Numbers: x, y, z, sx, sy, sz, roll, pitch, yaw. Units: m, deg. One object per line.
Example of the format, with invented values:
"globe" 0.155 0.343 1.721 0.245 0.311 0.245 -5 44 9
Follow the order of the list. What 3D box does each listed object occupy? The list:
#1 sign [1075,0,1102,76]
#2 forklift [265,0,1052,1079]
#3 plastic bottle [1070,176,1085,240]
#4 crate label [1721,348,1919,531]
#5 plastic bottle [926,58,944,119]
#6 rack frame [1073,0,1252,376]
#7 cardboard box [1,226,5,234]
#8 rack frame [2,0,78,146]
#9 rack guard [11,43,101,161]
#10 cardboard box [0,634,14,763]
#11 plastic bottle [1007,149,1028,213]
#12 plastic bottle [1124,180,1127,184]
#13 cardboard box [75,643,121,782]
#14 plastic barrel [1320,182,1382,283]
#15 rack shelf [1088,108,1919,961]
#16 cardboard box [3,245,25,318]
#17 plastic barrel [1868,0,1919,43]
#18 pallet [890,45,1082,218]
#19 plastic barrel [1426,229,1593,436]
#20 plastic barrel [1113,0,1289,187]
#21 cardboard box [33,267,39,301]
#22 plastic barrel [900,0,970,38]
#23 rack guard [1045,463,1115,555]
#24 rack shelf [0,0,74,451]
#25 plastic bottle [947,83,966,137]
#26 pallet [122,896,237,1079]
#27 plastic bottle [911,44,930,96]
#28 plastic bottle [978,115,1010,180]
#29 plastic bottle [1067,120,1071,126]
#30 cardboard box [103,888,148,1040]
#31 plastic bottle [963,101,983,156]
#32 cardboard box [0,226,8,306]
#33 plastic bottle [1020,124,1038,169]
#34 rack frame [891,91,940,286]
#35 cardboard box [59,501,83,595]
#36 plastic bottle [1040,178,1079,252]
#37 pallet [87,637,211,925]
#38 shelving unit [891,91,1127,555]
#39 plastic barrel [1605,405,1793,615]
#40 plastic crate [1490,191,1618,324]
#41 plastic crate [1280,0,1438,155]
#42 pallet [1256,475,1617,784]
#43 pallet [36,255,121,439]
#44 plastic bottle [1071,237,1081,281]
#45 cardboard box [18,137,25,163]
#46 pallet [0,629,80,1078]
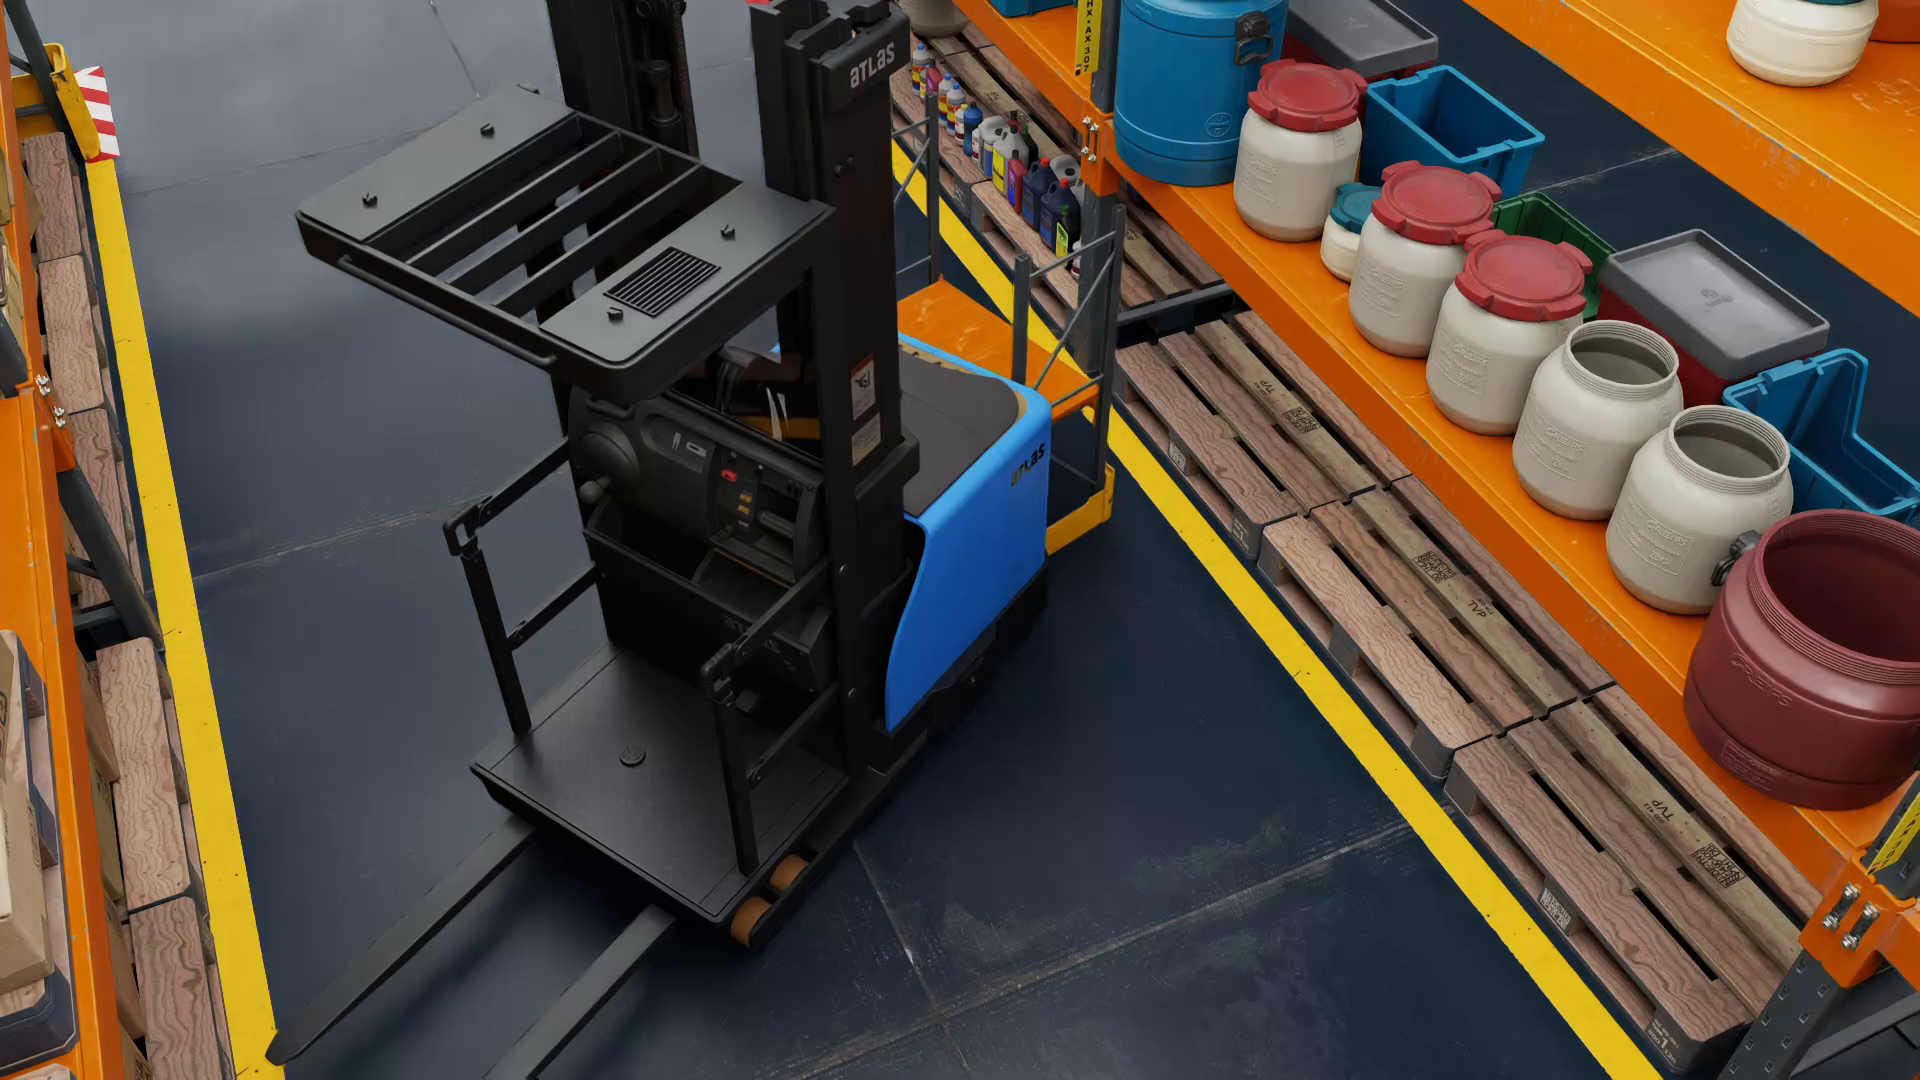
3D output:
"sign" 0.493 -1.939 6.383 0.100 0.325 0.005 -18 47 -17
"forklift" -0.916 -0.109 4.774 1.130 2.935 3.031 26 50 24
"plastic bottle" 0.595 -1.578 7.786 0.144 0.351 0.185 -18 47 -17
"crate label" 2.506 -0.173 4.764 0.502 0.435 0.616 -18 47 -17
"plastic bottle" -0.127 -2.338 8.604 0.061 0.283 0.133 -17 47 -17
"rack frame" 0.996 -1.996 6.637 1.000 3.000 0.127 -18 47 -17
"cardboard box" -3.652 -1.141 5.949 0.380 0.149 0.250 -18 47 -17
"rack frame" -5.179 -3.082 7.738 1.000 3.000 0.127 -18 47 -17
"rack guard" -5.147 -2.144 8.567 1.175 0.500 0.348 -18 47 -17
"cardboard box" -2.685 0.358 3.879 0.797 0.503 0.637 -14 46 -13
"plastic bottle" 0.277 -1.725 7.983 0.061 0.283 0.133 -15 47 -15
"plastic bottle" 0.863 -1.875 8.144 0.097 0.271 0.097 0 45 0
"cardboard box" -3.259 0.597 5.475 0.700 0.500 0.500 -22 49 -20
"plastic barrel" 1.414 -1.058 5.785 0.301 0.262 0.301 0 45 0
"rack shelf" 1.837 -0.465 5.598 1.077 0.370 4.000 -18 47 -17
"cardboard box" -3.408 -0.833 5.637 0.380 0.149 0.250 -18 47 -17
"plastic barrel" 2.255 -1.672 3.867 0.600 0.830 0.708 -18 47 -17
"pallet" 0.235 -2.222 8.852 1.003 0.211 1.213 -18 47 -17
"plastic barrel" 1.690 -0.627 5.153 0.433 0.535 0.433 0 45 0
"plastic barrel" 0.884 -1.839 6.121 0.600 0.901 0.708 -18 47 -17
"cardboard box" -4.403 -1.164 7.275 0.500 0.500 0.500 -14 46 -14
"plastic barrel" -0.129 -3.093 9.221 0.421 0.512 0.421 0 45 0
"rack guard" 0.382 -0.077 6.650 0.587 0.250 0.087 -31 53 -28
"rack shelf" -4.338 -1.552 6.699 1.077 0.370 4.000 -18 47 -17
"plastic bottle" -0.020 -2.201 8.474 0.097 0.271 0.097 0 45 0
"pallet" -2.652 1.734 4.843 1.003 0.211 1.213 -18 47 -17
"plastic bottle" -0.206 -2.483 8.760 0.097 0.271 0.097 0 45 0
"plastic bottle" 0.183 -1.941 8.208 0.152 0.276 0.135 -17 47 -17
"plastic bottle" 0.606 -2.240 8.563 0.097 0.201 0.097 0 45 0
"cardboard box" -2.840 1.263 4.800 0.700 0.500 0.500 -22 49 -21
"plastic bottle" 0.065 -2.072 8.343 0.097 0.271 0.097 0 45 0
"cardboard box" -3.631 -0.980 5.324 0.875 0.500 0.500 -18 47 -17
"plastic bottle" 0.330 -1.886 8.146 0.061 0.283 0.133 -18 47 -17
"rack frame" -0.282 -1.062 6.758 0.500 1.500 0.032 -31 53 -28
"cardboard box" -3.629 -0.060 6.156 0.500 0.500 0.500 -19 48 -19
"plastic bottle" 0.464 -1.535 7.743 0.144 0.351 0.185 -19 48 -18
"pallet" -3.169 0.955 5.632 1.003 0.211 1.213 -18 47 -17
"shelving unit" 0.056 -0.787 6.479 0.587 1.500 1.083 -31 53 -28
"plastic barrel" 2.052 -0.079 4.615 0.421 0.512 0.421 0 45 0
"plastic crate" 1.985 -0.894 5.671 0.450 0.188 0.662 -18 47 -17
"plastic crate" 1.478 -1.801 6.394 0.402 0.464 0.583 -18 47 -17
"pallet" 1.879 0.264 6.332 1.003 0.211 1.213 -18 47 -17
"pallet" -4.329 -0.737 7.346 1.003 0.211 1.213 -18 47 -17
"plastic bottle" 0.561 -1.296 7.607 0.097 0.201 0.097 0 45 0
"cardboard box" -4.932 -1.939 8.060 0.500 0.500 0.500 -10 45 -10
"pallet" -2.685 0.835 3.905 1.003 0.211 1.213 -18 47 -17
